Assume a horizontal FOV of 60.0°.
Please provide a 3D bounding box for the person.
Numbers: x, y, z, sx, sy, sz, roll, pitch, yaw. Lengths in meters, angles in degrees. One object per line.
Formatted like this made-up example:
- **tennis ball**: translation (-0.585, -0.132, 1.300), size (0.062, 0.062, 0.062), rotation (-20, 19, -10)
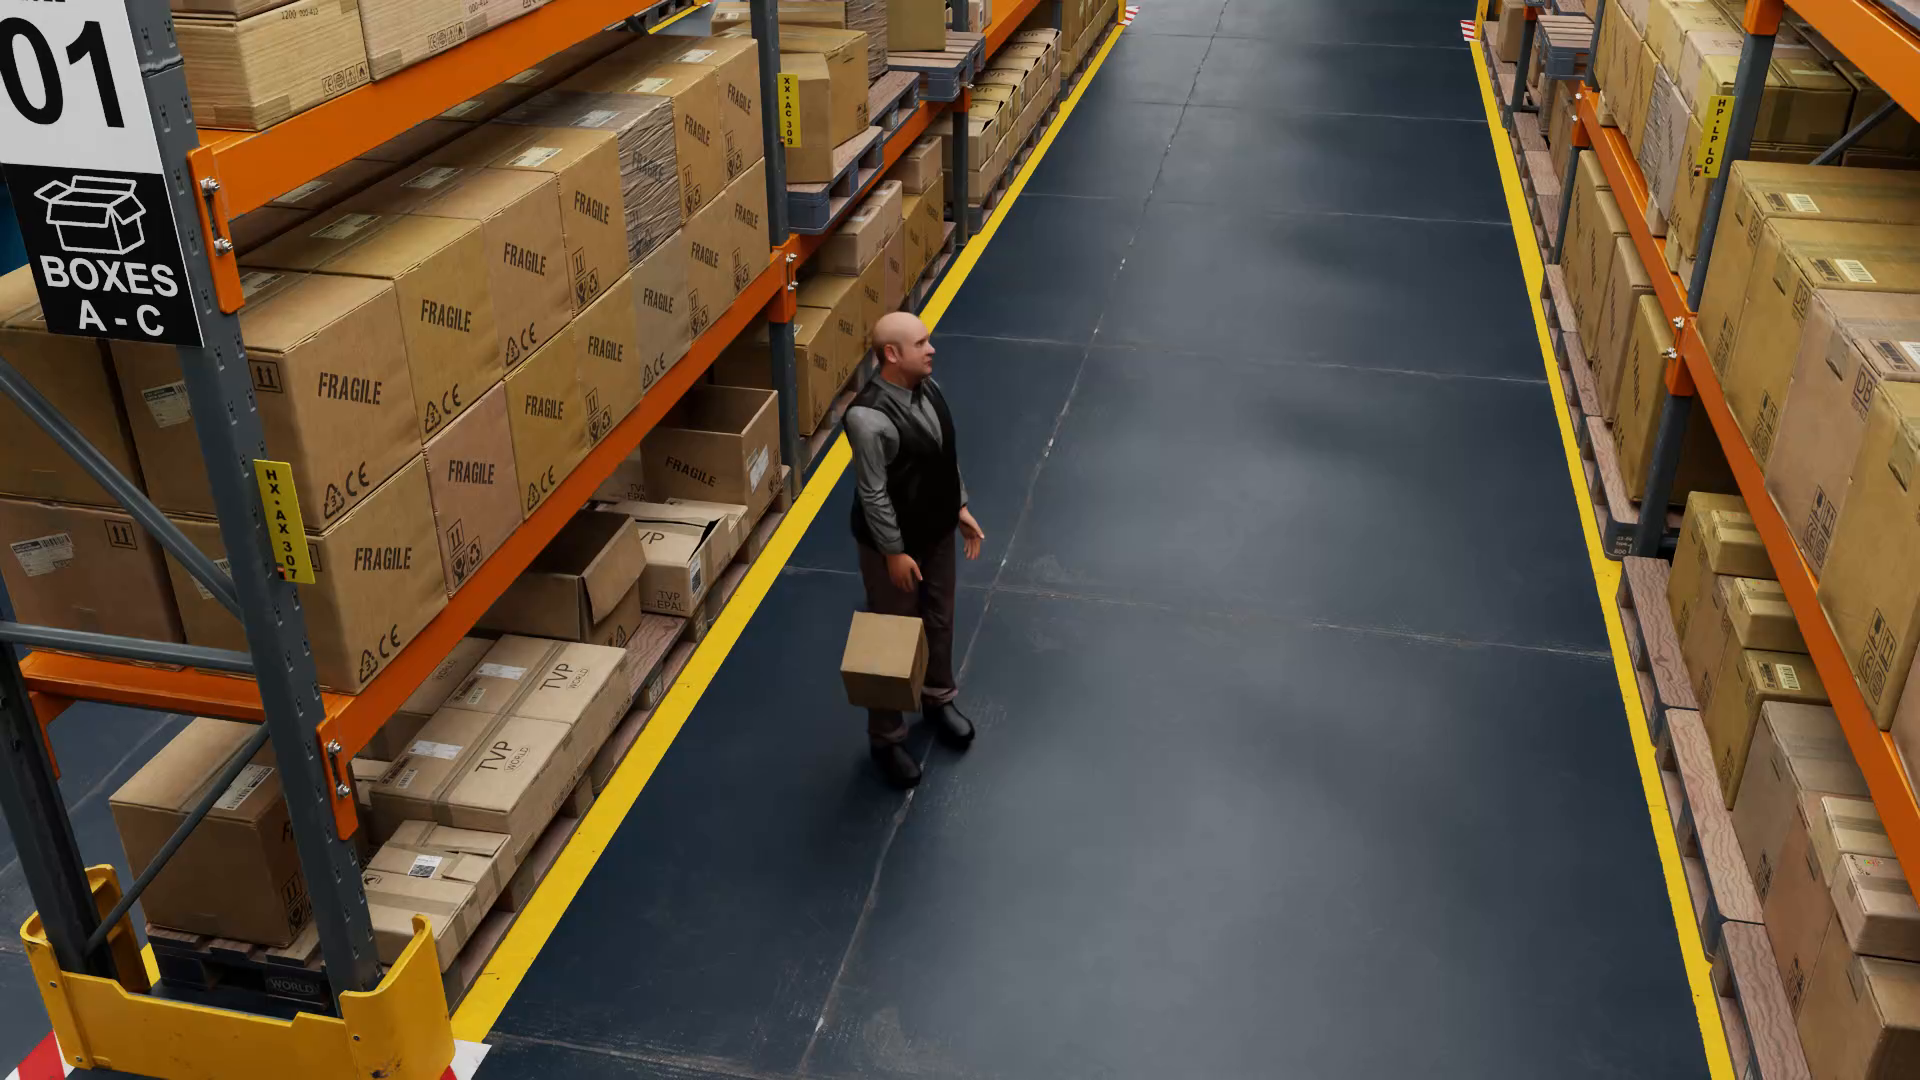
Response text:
- **person**: translation (-0.176, 0.018, 6.077), size (0.443, 1.733, 0.582), rotation (15, 32, 26)
